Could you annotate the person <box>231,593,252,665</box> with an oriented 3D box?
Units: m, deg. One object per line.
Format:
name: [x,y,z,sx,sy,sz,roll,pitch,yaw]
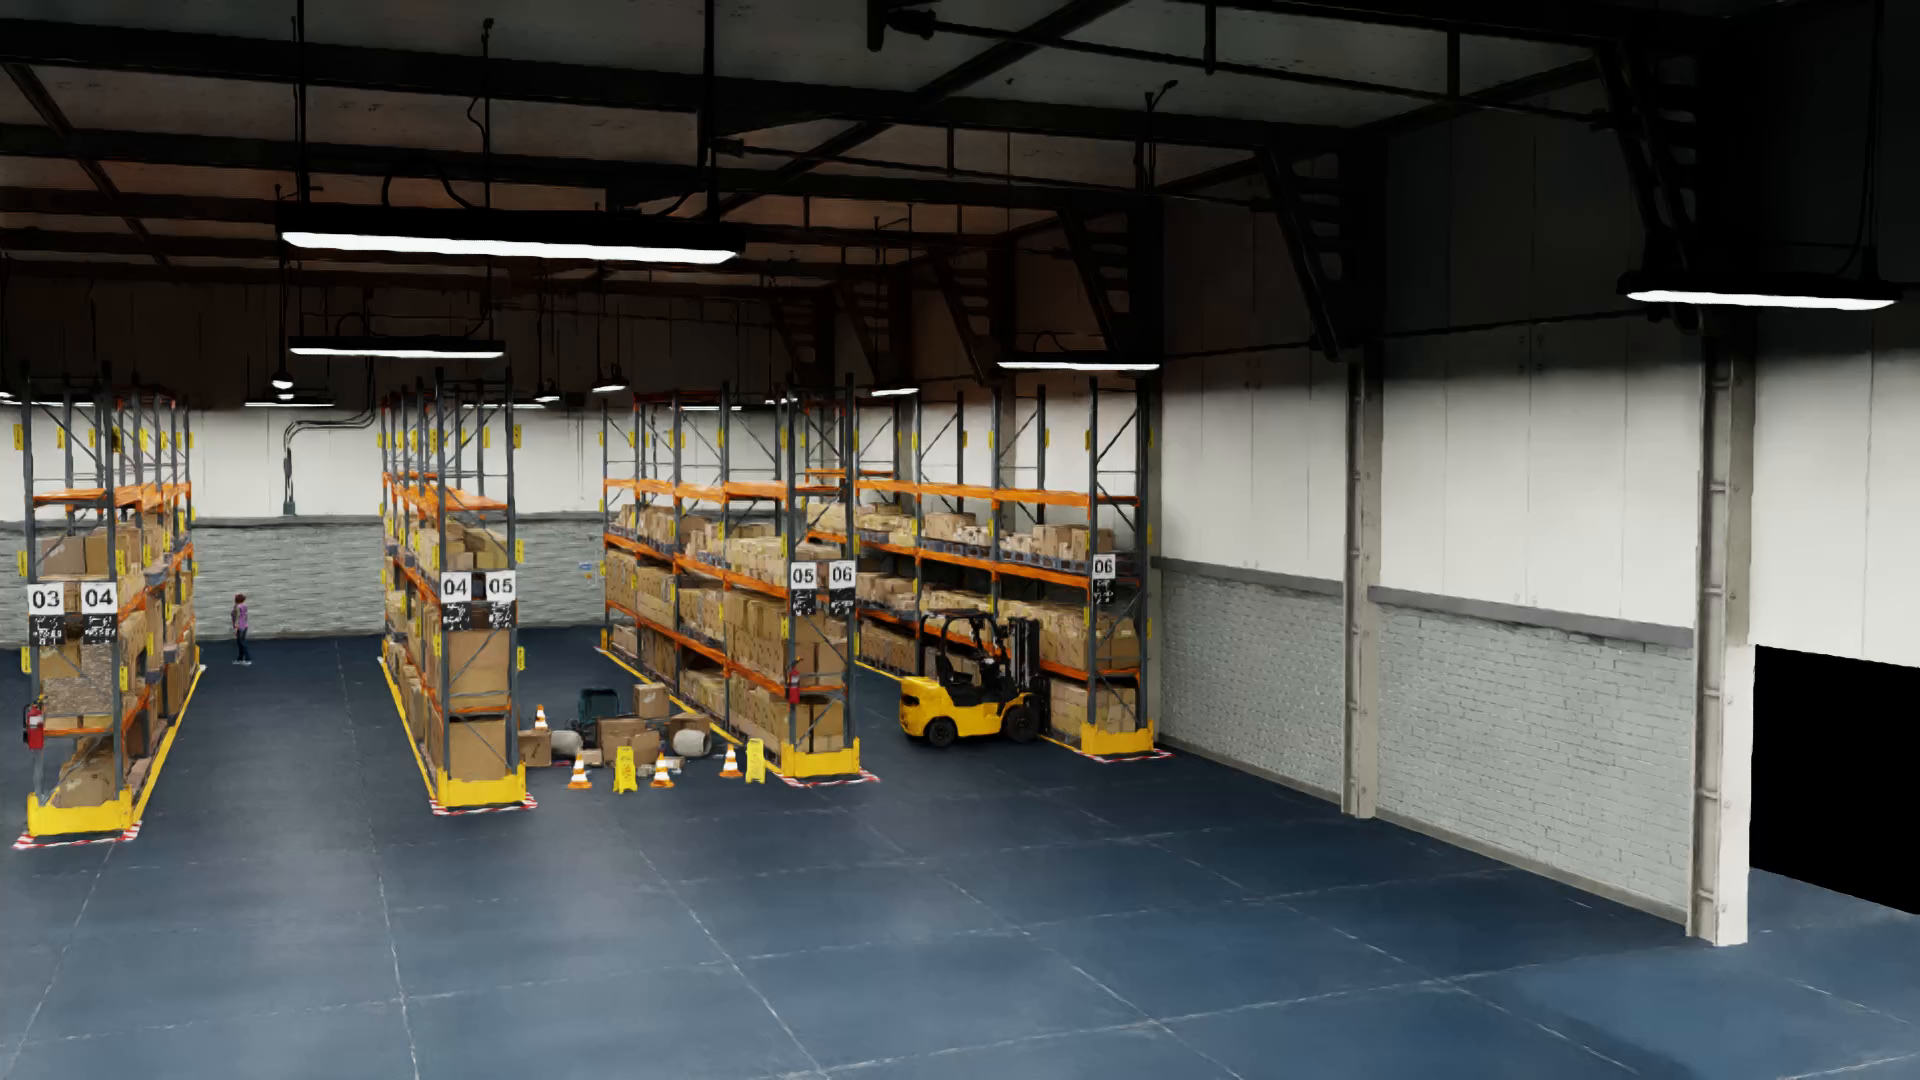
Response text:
person: [-16.034,1.974,37.049,0.529,1.586,0.576,0,3,-3]
